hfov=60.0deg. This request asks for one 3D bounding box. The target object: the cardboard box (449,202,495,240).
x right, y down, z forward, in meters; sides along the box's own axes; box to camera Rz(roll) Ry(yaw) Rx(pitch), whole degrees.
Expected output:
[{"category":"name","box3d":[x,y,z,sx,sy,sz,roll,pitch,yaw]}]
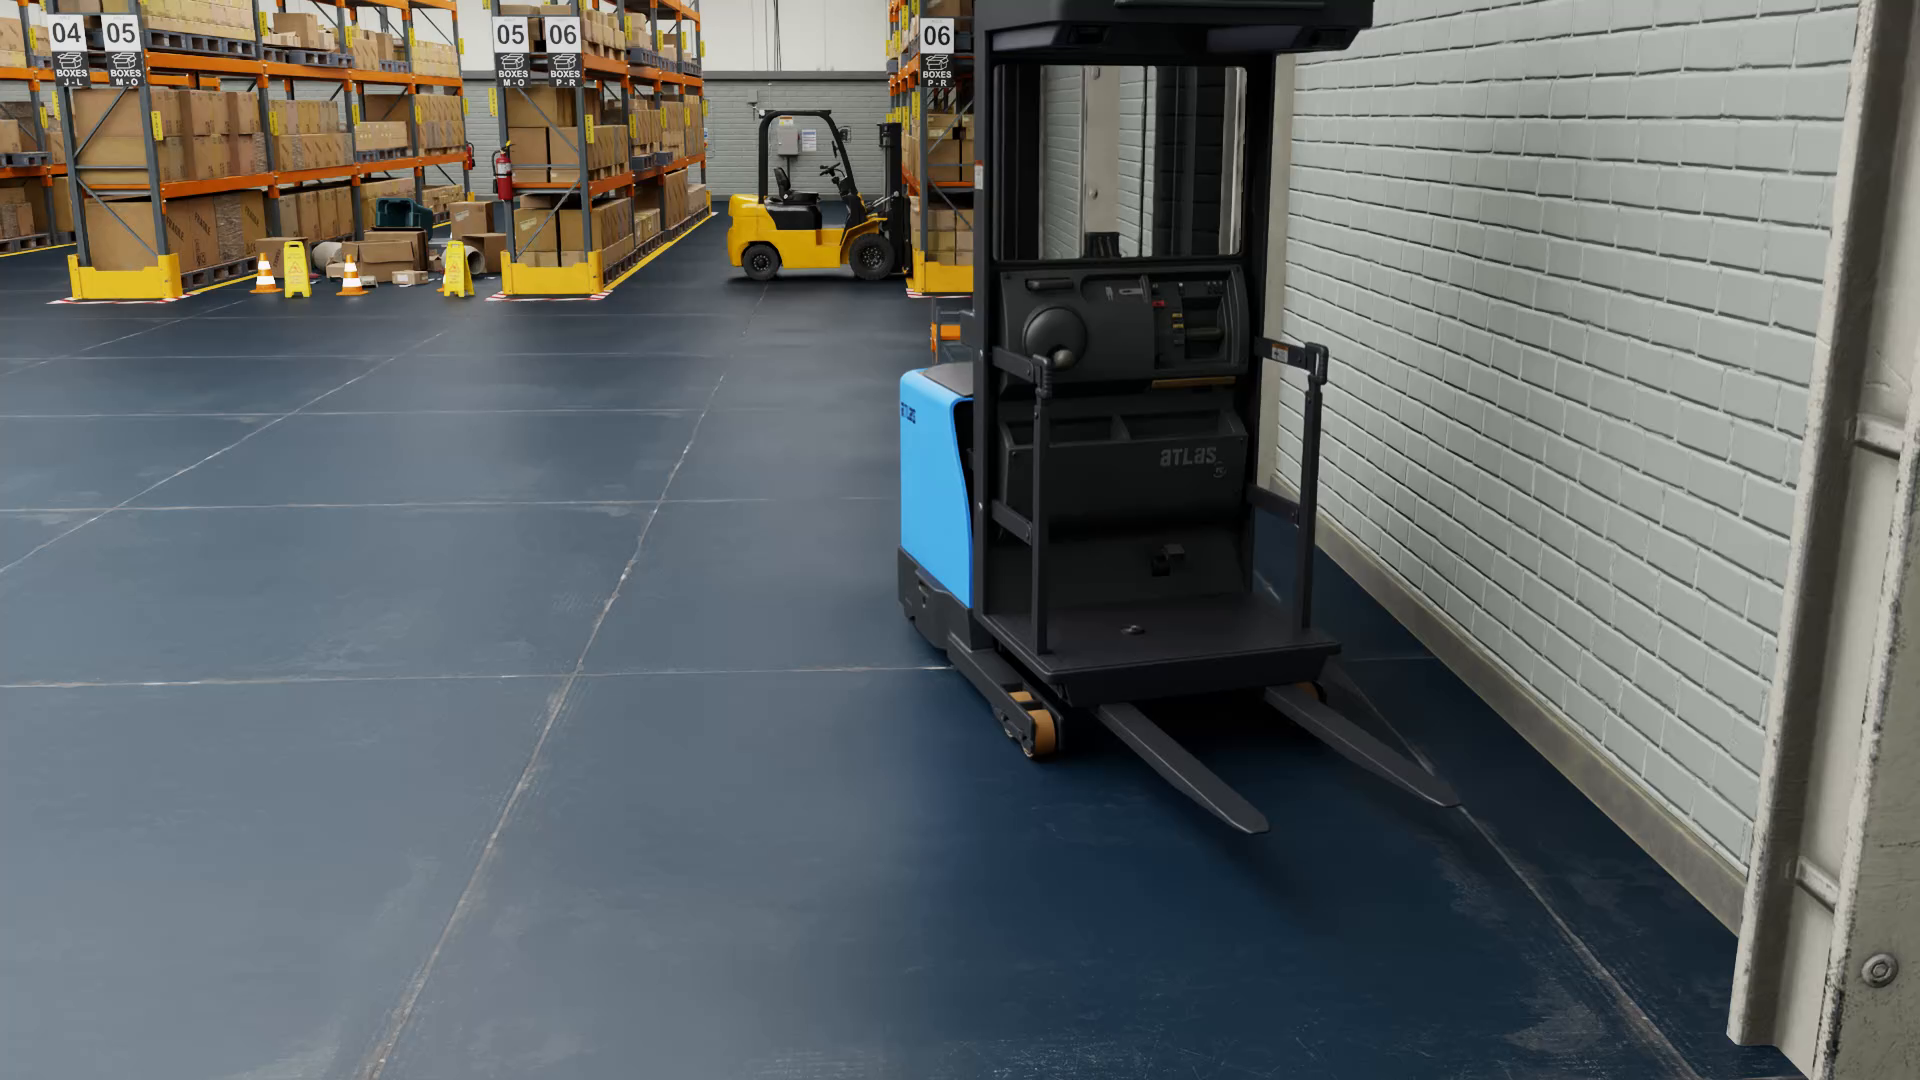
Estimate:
[{"category":"cardboard box","box3d":[-6.958,-4.560,23.726,0.500,0.500,0.500,-1,14,-3]}]

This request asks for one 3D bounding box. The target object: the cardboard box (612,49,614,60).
[{"category":"cardboard box","box3d":[-4.892,-6.568,22.520,0.380,0.149,0.250,-1,14,-3]}]

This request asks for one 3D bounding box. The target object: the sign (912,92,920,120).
[{"category":"sign","box3d":[-0.524,-5.192,19.886,0.100,0.325,0.005,-1,14,-3]}]

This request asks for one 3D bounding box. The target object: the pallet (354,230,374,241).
[{"category":"pallet","box3d":[-10.413,-5.176,28.219,1.003,0.211,1.213,-1,14,-3]}]

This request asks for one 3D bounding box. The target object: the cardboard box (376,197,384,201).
[{"category":"cardboard box","box3d":[-10.189,-5.629,28.560,0.500,0.500,0.500,-1,14,-3]}]

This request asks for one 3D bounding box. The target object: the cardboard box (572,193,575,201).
[{"category":"cardboard box","box3d":[-5.435,-4.677,22.553,0.380,0.149,0.250,0,14,-1]}]

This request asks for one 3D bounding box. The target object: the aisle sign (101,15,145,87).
[{"category":"aisle sign","box3d":[-9.566,-5.588,19.009,0.394,0.787,0.004,-1,14,-3]}]

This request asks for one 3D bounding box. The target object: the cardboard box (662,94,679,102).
[{"category":"cardboard box","box3d":[-5.440,-8.358,31.480,0.380,0.149,0.250,-1,14,-4]}]

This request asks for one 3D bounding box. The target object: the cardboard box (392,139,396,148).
[{"category":"cardboard box","box3d":[-10.346,-7.124,29.855,0.380,0.149,0.250,-2,15,-6]}]

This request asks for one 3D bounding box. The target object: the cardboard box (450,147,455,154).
[{"category":"cardboard box","box3d":[-10.511,-7.935,33.852,0.380,0.149,0.250,0,14,-2]}]

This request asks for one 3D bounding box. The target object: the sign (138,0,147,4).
[{"category":"sign","box3d":[-9.316,-6.264,18.918,0.100,0.325,0.005,-1,14,-3]}]

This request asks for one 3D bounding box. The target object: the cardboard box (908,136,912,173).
[{"category":"cardboard box","box3d":[-0.463,-5.450,23.489,0.500,0.500,0.500,-1,14,-5]}]

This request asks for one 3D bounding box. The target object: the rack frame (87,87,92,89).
[{"category":"rack frame","box3d":[-15.570,-7.275,30.782,1.000,3.000,0.127,-1,14,-3]}]

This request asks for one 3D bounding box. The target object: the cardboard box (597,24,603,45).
[{"category":"cardboard box","box3d":[-4.779,-6.351,20.873,0.500,0.250,0.500,0,14,-2]}]

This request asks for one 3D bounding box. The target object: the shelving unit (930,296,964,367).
[{"category":"shelving unit","box3d":[-0.010,-0.622,8.537,0.258,1.200,0.503,-1,14,-3]}]

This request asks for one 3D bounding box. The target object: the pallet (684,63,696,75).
[{"category":"pallet","box3d":[-5.792,-9.344,32.982,1.003,0.211,1.213,-1,14,-3]}]

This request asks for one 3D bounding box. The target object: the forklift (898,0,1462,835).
[{"category":"forklift","box3d":[0.658,-0.790,5.714,1.130,2.935,3.031,-4,15,-17]}]

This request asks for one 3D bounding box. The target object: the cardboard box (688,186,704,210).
[{"category":"cardboard box","box3d":[-5.721,-6.995,33.994,0.875,0.438,0.875,0,14,-2]}]

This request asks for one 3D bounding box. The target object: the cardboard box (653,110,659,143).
[{"category":"cardboard box","box3d":[-5.083,-6.592,26.487,0.500,0.500,0.500,-1,14,-4]}]

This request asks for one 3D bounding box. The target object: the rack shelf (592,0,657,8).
[{"category":"rack shelf","box3d":[-5.307,-8.299,24.969,1.077,0.370,4.000,-1,14,-3]}]

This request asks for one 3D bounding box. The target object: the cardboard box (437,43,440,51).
[{"category":"cardboard box","box3d":[-10.500,-9.740,32.838,0.380,0.149,0.250,-1,14,-2]}]

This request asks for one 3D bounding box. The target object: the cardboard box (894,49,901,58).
[{"category":"cardboard box","box3d":[-0.983,-8.626,29.474,0.380,0.149,0.250,-1,14,-2]}]

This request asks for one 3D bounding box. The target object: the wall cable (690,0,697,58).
[{"category":"wall cable","box3d":[-6.561,-12.739,39.977,0.463,3.000,0.029,-1,14,-3]}]

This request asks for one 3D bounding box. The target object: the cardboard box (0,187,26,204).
[{"category":"cardboard box","box3d":[-15.251,-5.480,26.433,0.500,0.250,0.500,0,14,-1]}]

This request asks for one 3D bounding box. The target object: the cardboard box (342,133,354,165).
[{"category":"cardboard box","box3d":[-10.070,-6.272,26.684,0.500,0.500,0.500,-1,14,-3]}]

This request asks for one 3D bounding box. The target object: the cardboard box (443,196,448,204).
[{"category":"cardboard box","box3d":[-10.423,-6.771,33.106,0.380,0.149,0.250,-1,14,-3]}]

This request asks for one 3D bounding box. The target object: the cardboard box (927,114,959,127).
[{"category":"cardboard box","box3d":[-0.214,-5.114,20.282,0.380,0.149,0.250,-1,14,-3]}]

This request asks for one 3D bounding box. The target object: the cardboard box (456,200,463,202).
[{"category":"cardboard box","box3d":[-10.503,-6.954,34.413,0.380,0.149,0.250,0,14,-2]}]

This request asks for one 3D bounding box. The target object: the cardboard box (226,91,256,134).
[{"category":"cardboard box","box3d":[-9.979,-5.705,22.213,0.875,0.550,0.550,-1,14,-3]}]

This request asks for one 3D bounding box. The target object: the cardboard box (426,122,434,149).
[{"category":"cardboard box","box3d":[-10.430,-7.769,31.904,0.500,0.500,0.500,-1,14,-3]}]

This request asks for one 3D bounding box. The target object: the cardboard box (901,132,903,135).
[{"category":"cardboard box","box3d":[-0.719,-6.566,27.323,0.500,0.250,0.500,-1,14,-3]}]

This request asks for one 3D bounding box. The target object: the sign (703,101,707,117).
[{"category":"sign","box3d":[-5.385,-9.103,35.089,0.100,0.325,0.005,-1,14,-3]}]

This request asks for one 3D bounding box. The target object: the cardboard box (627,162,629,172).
[{"category":"cardboard box","box3d":[-4.859,-5.242,23.383,0.380,0.149,0.250,-1,14,-4]}]

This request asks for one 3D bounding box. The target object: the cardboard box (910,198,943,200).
[{"category":"cardboard box","box3d":[-0.491,-4.620,23.130,0.500,0.250,0.500,-1,14,-3]}]

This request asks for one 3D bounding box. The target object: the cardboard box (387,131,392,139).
[{"category":"cardboard box","box3d":[-10.326,-7.197,29.541,0.380,0.149,0.250,-2,15,-6]}]

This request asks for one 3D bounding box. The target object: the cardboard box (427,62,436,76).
[{"category":"cardboard box","box3d":[-10.432,-9.080,32.079,0.500,0.250,0.500,0,14,-1]}]

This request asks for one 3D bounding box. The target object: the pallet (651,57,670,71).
[{"category":"pallet","box3d":[-5.524,-7.954,27.780,1.213,0.211,1.003,0,14,-1]}]

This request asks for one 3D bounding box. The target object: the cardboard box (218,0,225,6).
[{"category":"cardboard box","box3d":[-9.713,-6.968,21.429,0.380,0.149,0.250,-1,14,-3]}]

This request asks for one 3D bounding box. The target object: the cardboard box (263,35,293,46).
[{"category":"cardboard box","box3d":[-9.945,-7.272,24.212,0.380,0.149,0.250,-1,14,-3]}]

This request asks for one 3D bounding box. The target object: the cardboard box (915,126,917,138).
[{"category":"cardboard box","box3d":[-0.387,-5.284,21.543,0.380,0.149,0.250,-1,14,-3]}]

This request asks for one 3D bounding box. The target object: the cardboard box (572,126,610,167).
[{"category":"cardboard box","box3d":[-4.756,-5.014,21.196,0.500,0.500,0.500,-1,14,-5]}]

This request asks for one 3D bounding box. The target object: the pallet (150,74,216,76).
[{"category":"pallet","box3d":[-15.762,-9.495,33.570,1.003,0.211,1.213,-1,14,-3]}]

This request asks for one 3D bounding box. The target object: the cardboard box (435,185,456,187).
[{"category":"cardboard box","box3d":[-10.617,-7.241,34.335,0.380,0.149,0.250,-1,14,-2]}]

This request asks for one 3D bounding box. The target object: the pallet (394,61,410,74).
[{"category":"pallet","box3d":[-10.681,-8.533,30.029,1.213,0.211,1.003,-1,14,-3]}]

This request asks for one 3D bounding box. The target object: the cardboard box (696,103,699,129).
[{"category":"cardboard box","box3d":[-5.570,-8.587,33.673,0.500,0.500,0.500,-1,14,-4]}]

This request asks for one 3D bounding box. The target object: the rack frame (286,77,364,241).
[{"category":"rack frame","box3d":[-10.366,-6.332,27.116,1.000,3.000,0.127,-1,14,-3]}]

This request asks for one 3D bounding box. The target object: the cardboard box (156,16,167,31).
[{"category":"cardboard box","box3d":[-9.588,-6.079,19.573,0.380,0.149,0.250,-1,14,-3]}]

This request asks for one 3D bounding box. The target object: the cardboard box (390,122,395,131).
[{"category":"cardboard box","box3d":[-10.346,-7.403,29.748,0.380,0.149,0.250,-1,14,-4]}]

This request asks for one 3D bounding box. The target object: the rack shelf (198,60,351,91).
[{"category":"rack shelf","box3d":[-10.242,-6.939,24.899,1.077,0.370,4.000,-1,14,-3]}]

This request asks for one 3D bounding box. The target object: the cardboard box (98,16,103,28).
[{"category":"cardboard box","box3d":[-10.244,-6.065,19.521,0.380,0.149,0.250,-1,14,-3]}]

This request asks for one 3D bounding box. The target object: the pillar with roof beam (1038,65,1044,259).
[{"category":"pillar with roof beam","box3d":[-3.422,-7.547,19.801,9.100,9.000,0.400,-1,14,-3]}]

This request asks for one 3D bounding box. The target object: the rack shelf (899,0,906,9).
[{"category":"rack shelf","box3d":[-0.353,-8.377,25.271,1.077,0.370,4.000,-1,14,-3]}]

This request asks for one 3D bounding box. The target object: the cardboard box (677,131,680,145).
[{"category":"cardboard box","box3d":[-5.333,-7.239,29.939,0.500,0.250,0.500,-1,14,-2]}]

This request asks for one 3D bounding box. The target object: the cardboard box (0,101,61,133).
[{"category":"cardboard box","box3d":[-15.351,-6.997,27.486,0.797,0.503,0.637,0,14,-2]}]

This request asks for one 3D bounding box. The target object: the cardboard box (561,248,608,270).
[{"category":"cardboard box","box3d":[-4.710,-3.520,20.864,0.500,0.250,0.500,-1,14,-4]}]
